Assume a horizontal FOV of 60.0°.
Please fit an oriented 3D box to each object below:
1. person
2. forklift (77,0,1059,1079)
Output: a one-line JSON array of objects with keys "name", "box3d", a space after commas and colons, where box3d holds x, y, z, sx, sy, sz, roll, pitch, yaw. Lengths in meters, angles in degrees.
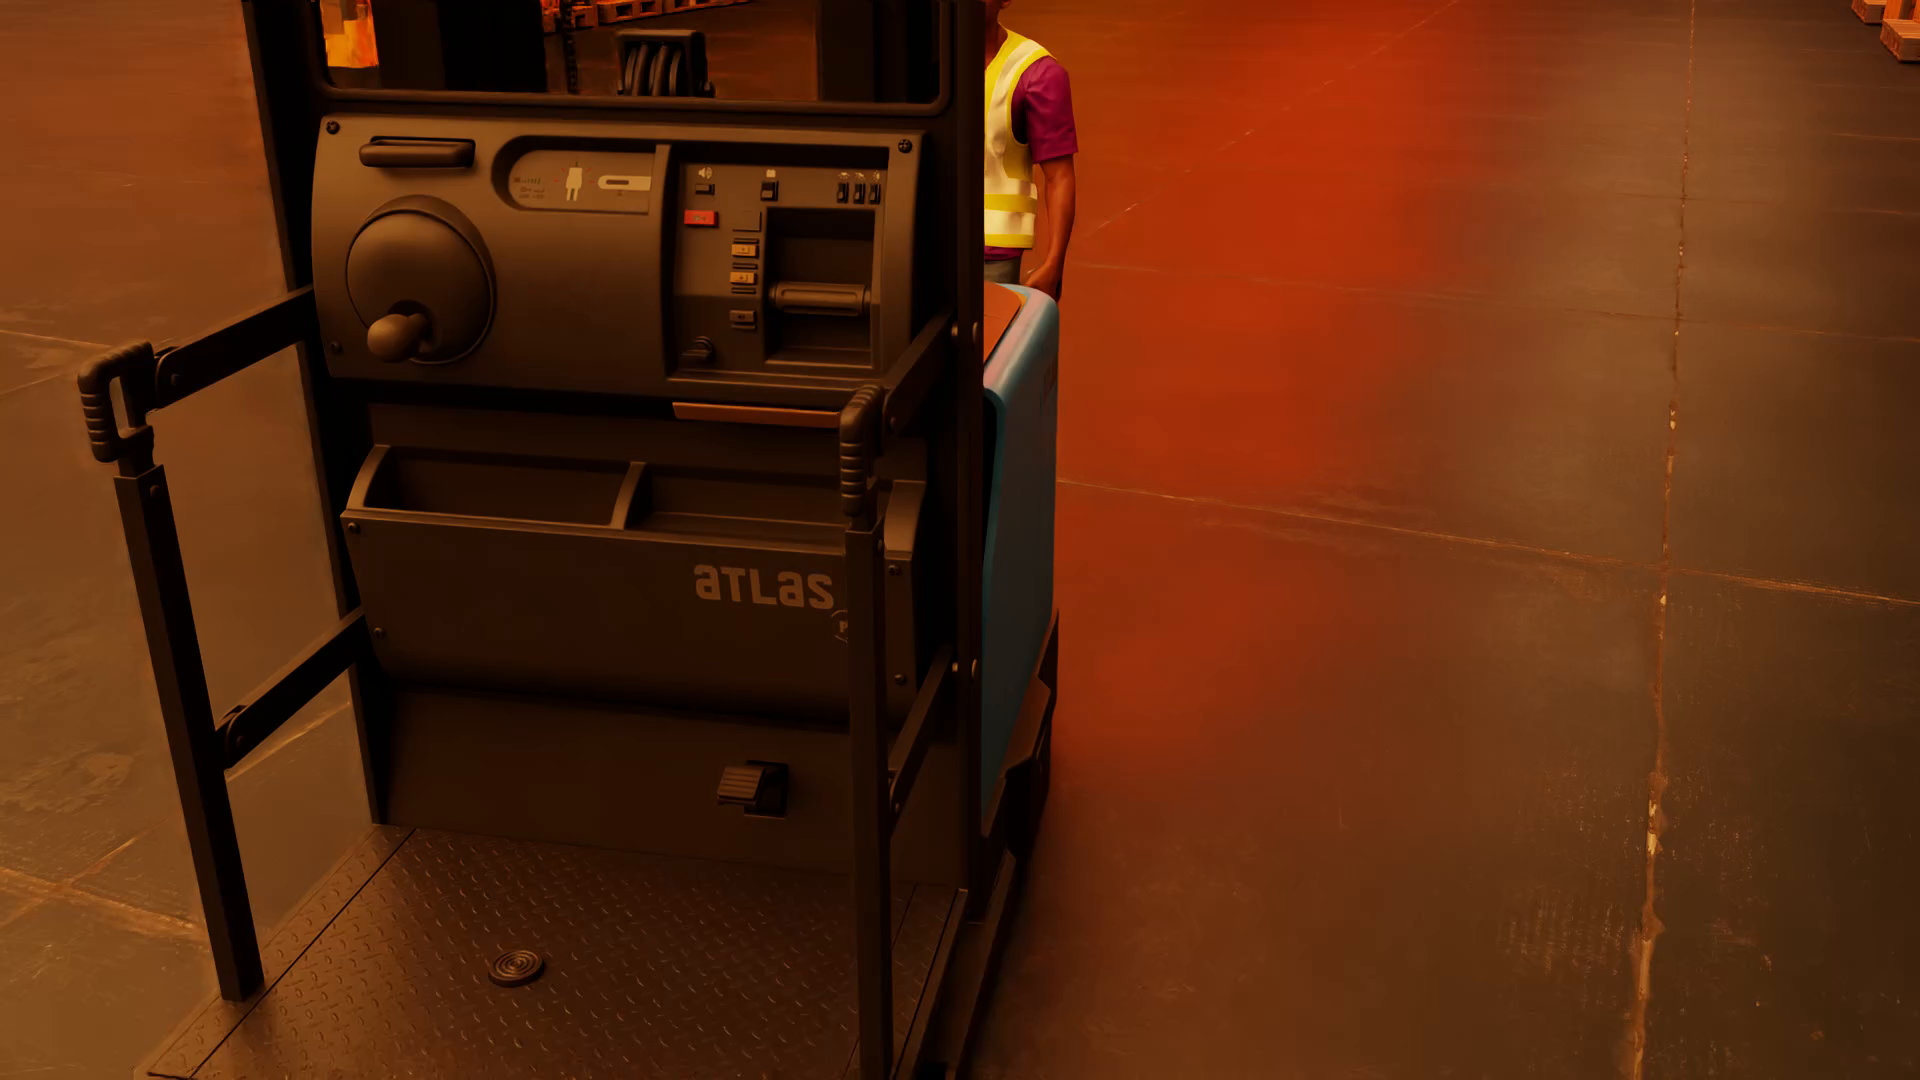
[{"name": "person", "box3d": [-0.032, -0.798, 4.693, 0.666, 1.765, 0.577, 9, 24, 21]}, {"name": "forklift", "box3d": [-0.553, -0.401, 2.252, 1.130, 2.935, 3.031, 4, 23, 10]}]
